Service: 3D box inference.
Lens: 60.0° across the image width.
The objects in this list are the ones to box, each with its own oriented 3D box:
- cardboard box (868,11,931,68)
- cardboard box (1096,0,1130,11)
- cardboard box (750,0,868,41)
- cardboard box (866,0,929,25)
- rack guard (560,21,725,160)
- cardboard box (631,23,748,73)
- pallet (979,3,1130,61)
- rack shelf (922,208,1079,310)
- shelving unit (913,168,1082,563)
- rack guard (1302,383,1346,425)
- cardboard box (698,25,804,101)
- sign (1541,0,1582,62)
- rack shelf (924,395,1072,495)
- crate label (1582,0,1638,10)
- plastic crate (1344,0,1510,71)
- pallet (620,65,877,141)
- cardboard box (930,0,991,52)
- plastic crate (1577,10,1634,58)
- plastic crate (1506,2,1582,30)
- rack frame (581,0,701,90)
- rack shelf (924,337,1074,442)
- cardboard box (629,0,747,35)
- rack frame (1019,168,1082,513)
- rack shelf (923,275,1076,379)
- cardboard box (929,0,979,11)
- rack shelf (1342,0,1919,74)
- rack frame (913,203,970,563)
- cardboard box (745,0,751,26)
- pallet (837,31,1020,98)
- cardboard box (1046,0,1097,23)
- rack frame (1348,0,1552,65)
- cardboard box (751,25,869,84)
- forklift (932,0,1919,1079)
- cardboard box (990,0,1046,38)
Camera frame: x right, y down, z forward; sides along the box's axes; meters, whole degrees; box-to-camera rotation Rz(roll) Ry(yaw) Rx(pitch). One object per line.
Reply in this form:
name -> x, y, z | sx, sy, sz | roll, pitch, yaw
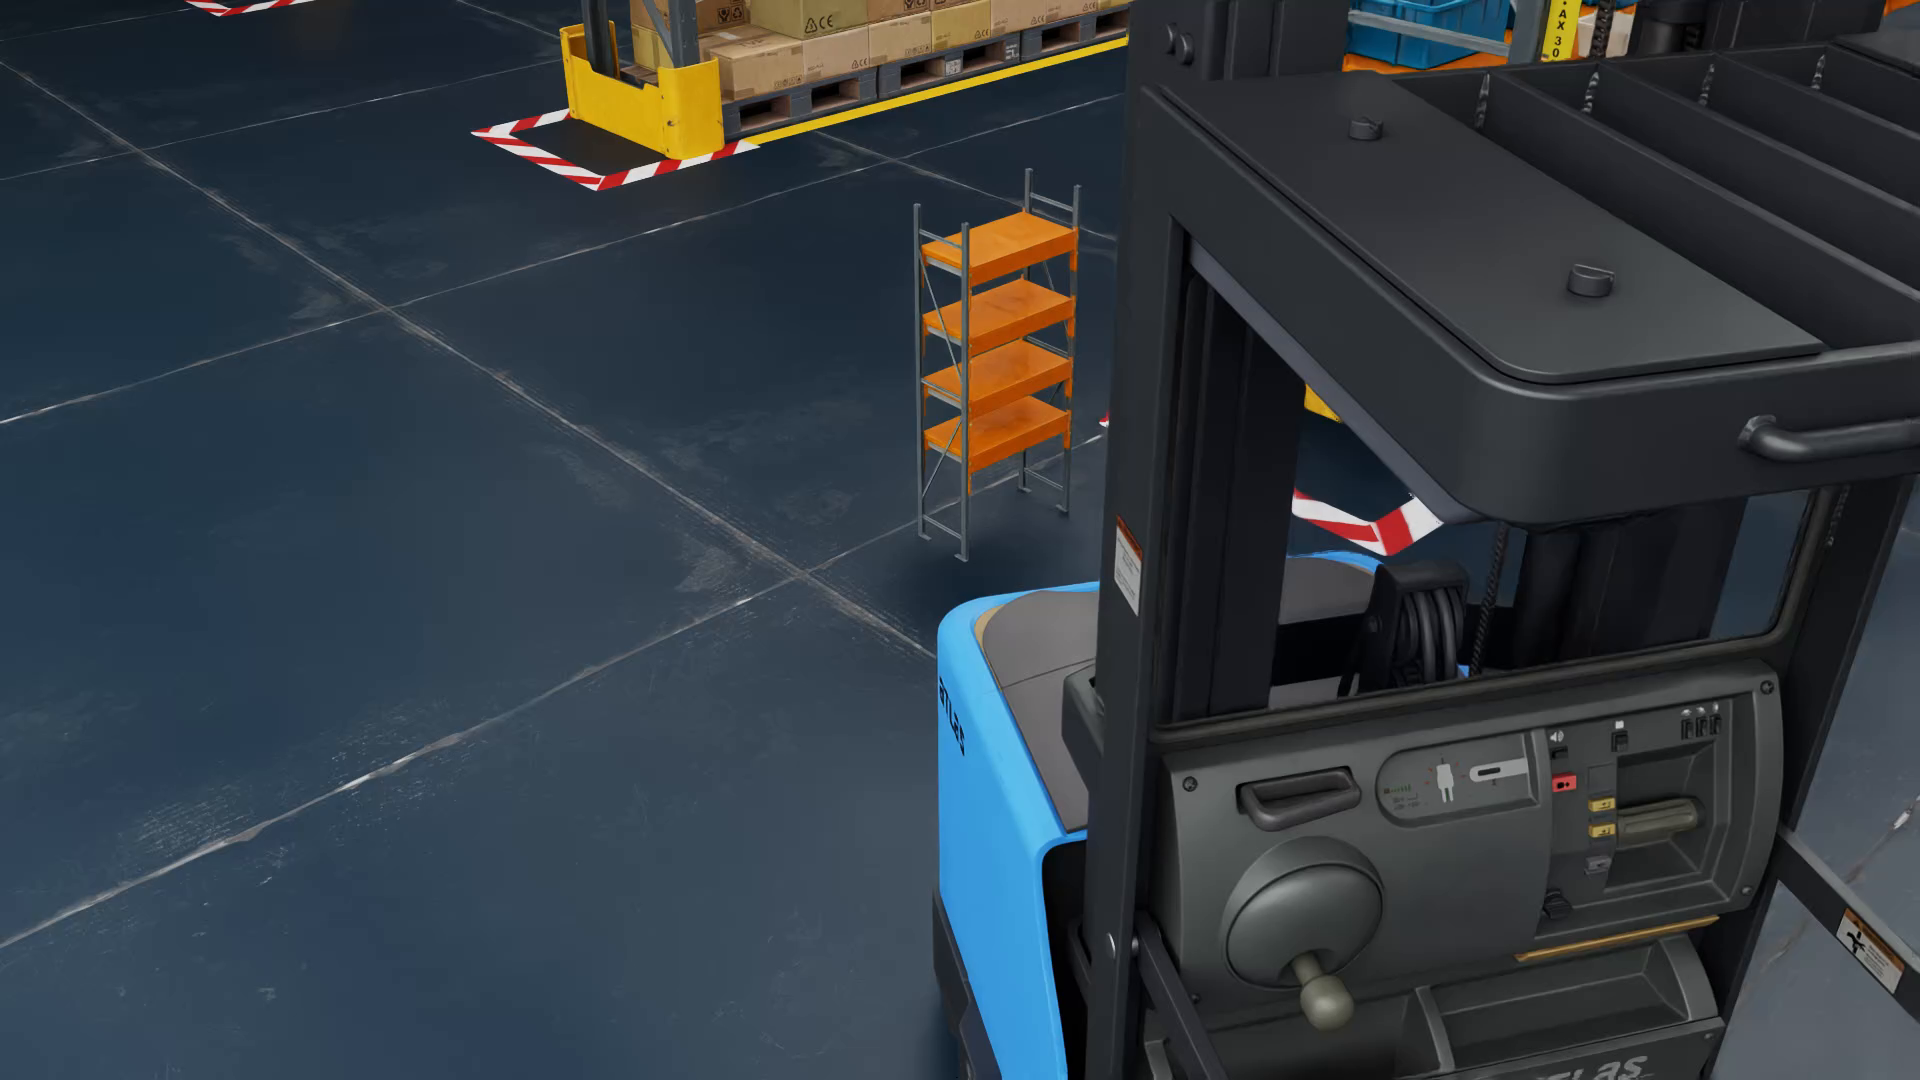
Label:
cardboard box -> -0.527, -3.123, 10.215 | 0.500, 0.250, 0.500 | -26, 40, -35
cardboard box -> 0.939, -3.832, 11.375 | 0.500, 0.250, 0.500 | -26, 40, -35
cardboard box -> -0.893, -3.265, 9.728 | 0.500, 0.500, 0.500 | -26, 40, -35
cardboard box -> -0.535, -3.447, 10.026 | 0.500, 0.500, 0.500 | -26, 40, -35
rack guard -> -1.820, -2.581, 9.491 | 0.348, 0.500, 1.175 | -26, 40, -35
cardboard box -> -1.610, -2.965, 9.957 | 0.500, 0.250, 0.500 | -26, 40, -35
pallet -> 0.519, -3.619, 11.466 | 1.213, 0.211, 1.003 | -26, 40, -35
rack shelf -> 0.121, -0.906, 5.328 | 0.480, 0.148, 0.258 | -26, 40, -35
shelving unit -> 0.121, -0.571, 5.533 | 0.503, 1.200, 0.258 | -26, 40, -35
rack guard -> 1.586, -0.738, 6.478 | 0.348, 0.500, 1.175 | -26, 40, -35
cardboard box -> -1.258, -2.767, 9.633 | 0.500, 0.250, 0.500 | -26, 40, -35
sign -> 1.934, -1.666, 5.333 | 0.005, 0.325, 0.100 | -26, 40, -35
rack shelf -> 0.121, -0.344, 5.672 | 0.480, 0.148, 0.258 | -26, 40, -35
crate label -> 2.728, -2.531, 6.980 | 0.616, 0.435, 0.502 | -26, 40, -35
plastic crate -> 1.726, -1.988, 6.268 | 0.616, 0.251, 0.499 | -26, 40, -35
pallet -> -1.270, -2.753, 10.050 | 1.213, 0.211, 1.003 | -26, 40, -35
cardboard box -> -0.157, -3.298, 10.502 | 0.500, 0.250, 0.500 | -26, 40, -35
plastic crate -> 2.438, -1.841, 6.139 | 0.250, 0.136, 0.298 | -26, 40, -35
plastic crate -> 2.206, -2.216, 6.642 | 0.408, 0.251, 0.499 | -26, 40, -35
rack frame -> -1.802, -3.656, 8.853 | 0.127, 3.000, 1.000 | -26, 40, -35
rack shelf -> 0.121, -0.513, 5.568 | 0.480, 0.148, 0.258 | -26, 40, -35
cardboard box -> -1.612, -3.286, 9.762 | 0.500, 0.500, 0.500 | -26, 40, -35
rack frame -> 0.300, -0.657, 5.675 | 0.015, 1.200, 0.240 | -26, 40, -35
rack shelf -> 0.121, -0.704, 5.451 | 0.480, 0.148, 0.258 | -26, 40, -35
cardboard box -> -0.156, -3.618, 10.305 | 0.500, 0.500, 0.500 | -26, 40, -35
rack shelf -> 3.029, -2.162, 7.100 | 4.000, 0.370, 1.077 | -26, 40, -35
rack frame -> -0.058, -0.484, 5.391 | 0.015, 1.200, 0.240 | -26, 40, -35
cardboard box -> -1.252, -3.147, 10.254 | 0.500, 0.250, 0.500 | -26, 40, -35
pallet -> -0.376, -3.184, 10.754 | 1.213, 0.211, 1.003 | -26, 40, -35
cardboard box -> 0.566, -3.659, 11.091 | 0.500, 0.250, 0.500 | -26, 40, -35
rack frame -> 1.563, -1.759, 5.752 | 0.127, 3.000, 1.000 | -26, 40, -35
cardboard box -> -0.894, -2.946, 9.925 | 0.500, 0.250, 0.500 | -26, 40, -35
forklift -> 0.792, 0.477, 2.160 | 1.130, 2.935, 3.031 | -7, 32, -12
cardboard box -> 0.209, -3.476, 10.792 | 0.500, 0.250, 0.500 | -26, 40, -35
